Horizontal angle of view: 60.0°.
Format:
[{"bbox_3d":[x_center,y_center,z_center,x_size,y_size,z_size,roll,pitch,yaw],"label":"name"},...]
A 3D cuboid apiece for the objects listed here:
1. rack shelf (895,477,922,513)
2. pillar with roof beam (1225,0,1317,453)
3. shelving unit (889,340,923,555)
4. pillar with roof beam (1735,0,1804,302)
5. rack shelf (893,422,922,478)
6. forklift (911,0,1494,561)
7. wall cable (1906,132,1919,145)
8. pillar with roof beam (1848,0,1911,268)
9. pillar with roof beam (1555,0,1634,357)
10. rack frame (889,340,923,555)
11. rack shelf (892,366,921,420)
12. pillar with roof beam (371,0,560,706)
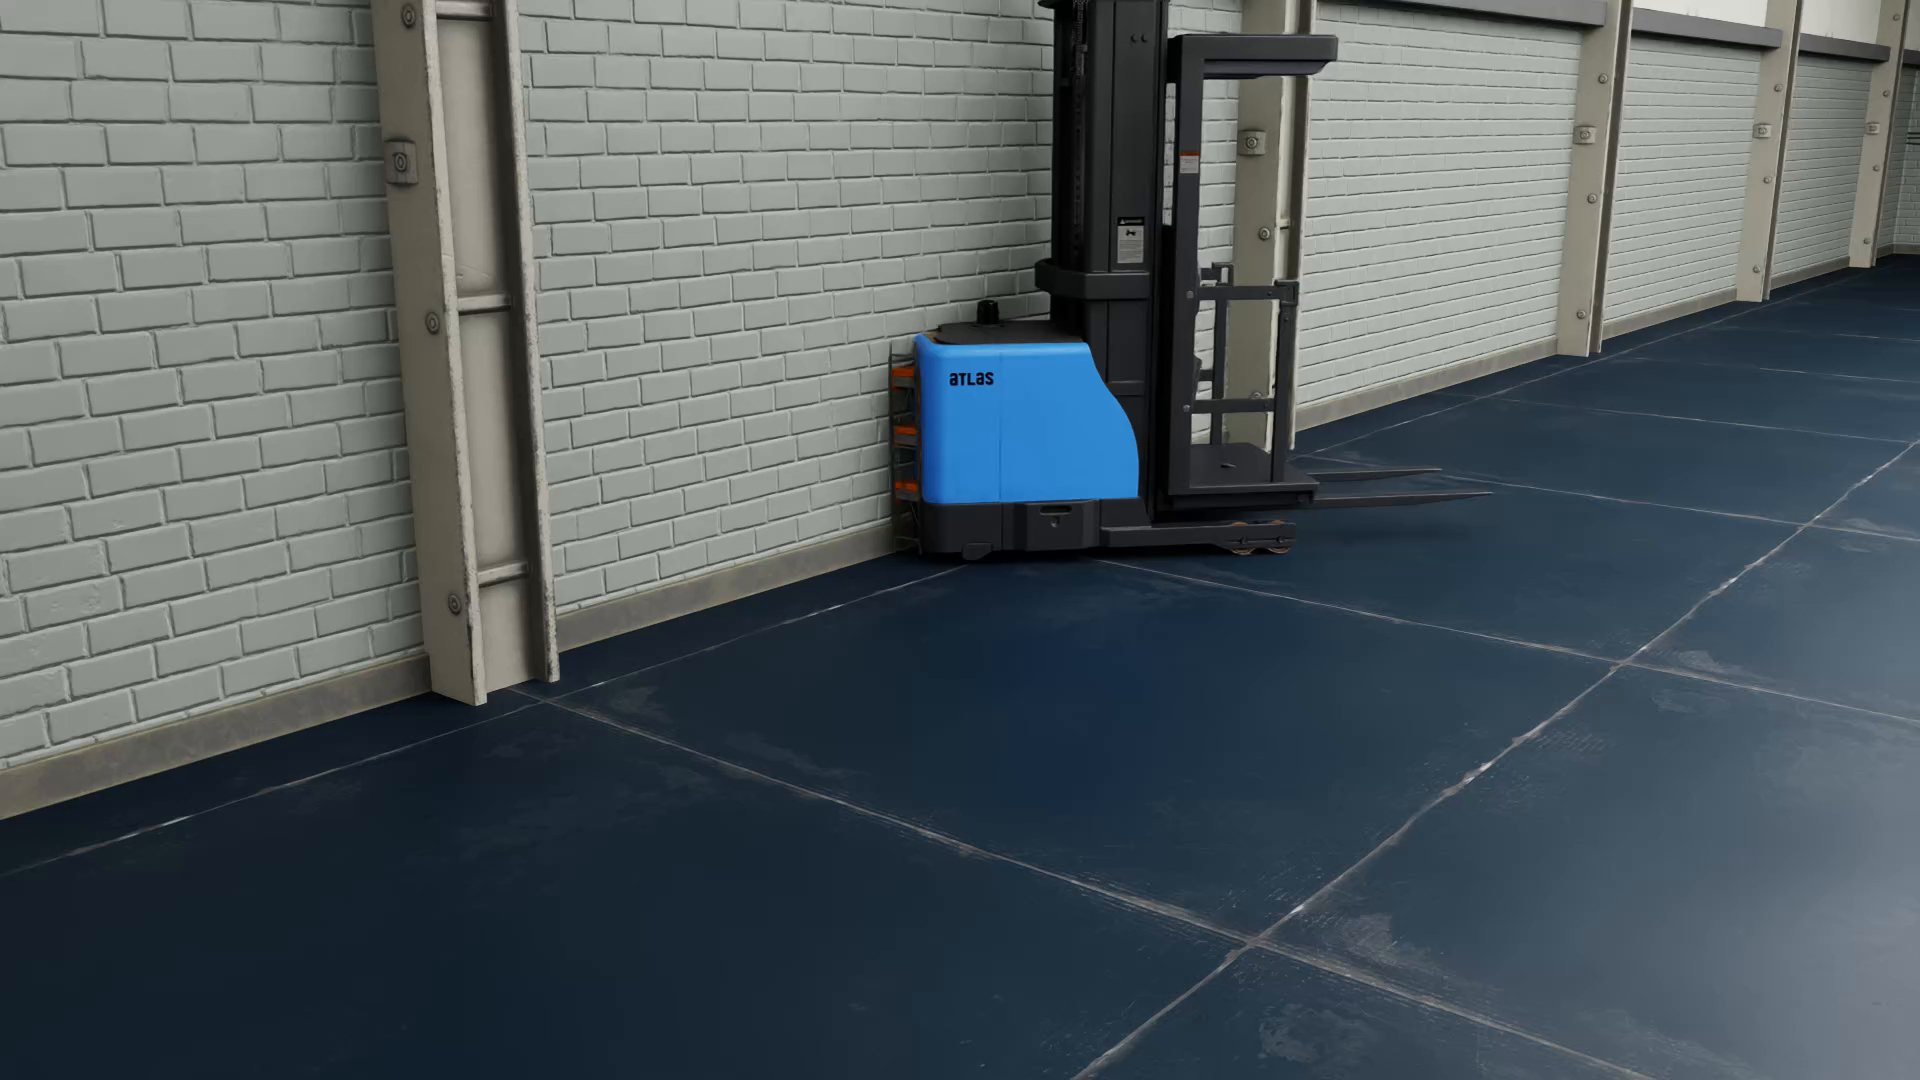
[{"bbox_3d":[-0.182,-0.190,8.328,0.215,0.259,0.240,10,16,42],"label":"rack shelf"},{"bbox_3d":[5.320,-4.288,7.224,9.100,9.000,0.400,11,18,38],"label":"pillar with roof beam"},{"bbox_3d":[-0.187,-0.472,8.270,0.215,1.050,0.252,10,16,42],"label":"shelving unit"},{"bbox_3d":[12.862,-6.586,16.271,9.100,9.000,0.400,11,18,38],"label":"pillar with roof beam"},{"bbox_3d":[-0.187,-0.462,8.272,0.215,0.259,0.240,10,16,42],"label":"rack shelf"},{"bbox_3d":[1.241,-1.471,8.459,3.031,2.935,1.130,-2,14,-9],"label":"forklift"},{"bbox_3d":[16.164,-7.256,25.214,3.097,2.526,0.112,11,18,38],"label":"wall cable"},{"bbox_3d":[16.633,-7.735,20.794,9.100,9.000,0.400,11,18,38],"label":"pillar with roof beam"},{"bbox_3d":[9.091,-5.437,11.748,9.100,9.000,0.400,11,18,38],"label":"pillar with roof beam"},{"bbox_3d":[-0.270,-0.453,8.183,0.200,1.050,0.008,10,16,42],"label":"rack frame"},{"bbox_3d":[-0.192,-0.740,8.216,0.215,0.259,0.240,10,16,42],"label":"rack shelf"},{"bbox_3d":[1.549,-3.139,2.701,9.100,9.000,0.400,11,18,38],"label":"pillar with roof beam"}]
